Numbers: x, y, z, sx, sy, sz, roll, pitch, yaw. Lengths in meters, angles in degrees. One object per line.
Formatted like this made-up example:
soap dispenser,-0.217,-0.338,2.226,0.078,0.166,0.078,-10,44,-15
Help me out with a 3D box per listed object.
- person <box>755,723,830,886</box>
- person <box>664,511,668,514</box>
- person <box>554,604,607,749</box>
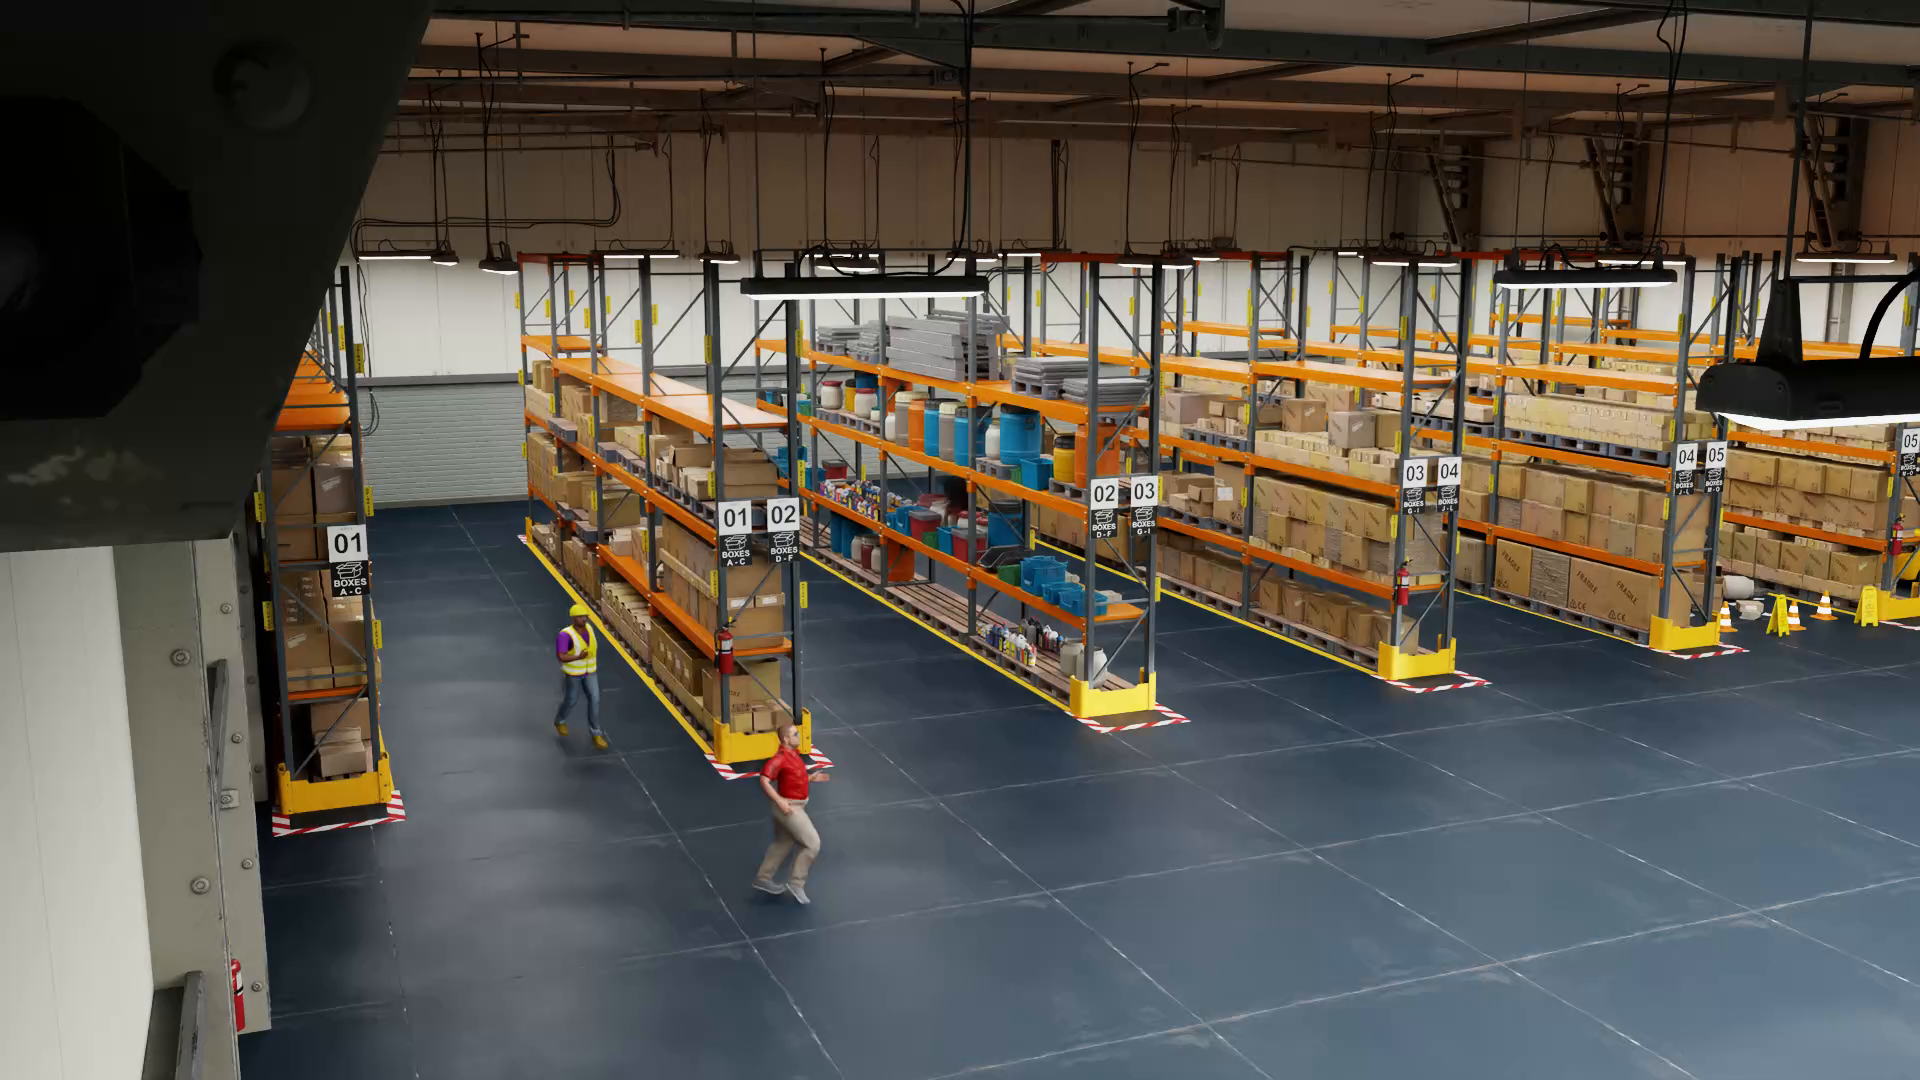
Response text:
person,-1.615,2.538,15.973,0.739,1.593,0.635,-1,10,-5
person,-5.801,-0.598,33.747,0.547,1.637,0.557,-8,13,-36
person,-4.782,1.671,20.841,0.950,1.781,0.688,10,14,43
